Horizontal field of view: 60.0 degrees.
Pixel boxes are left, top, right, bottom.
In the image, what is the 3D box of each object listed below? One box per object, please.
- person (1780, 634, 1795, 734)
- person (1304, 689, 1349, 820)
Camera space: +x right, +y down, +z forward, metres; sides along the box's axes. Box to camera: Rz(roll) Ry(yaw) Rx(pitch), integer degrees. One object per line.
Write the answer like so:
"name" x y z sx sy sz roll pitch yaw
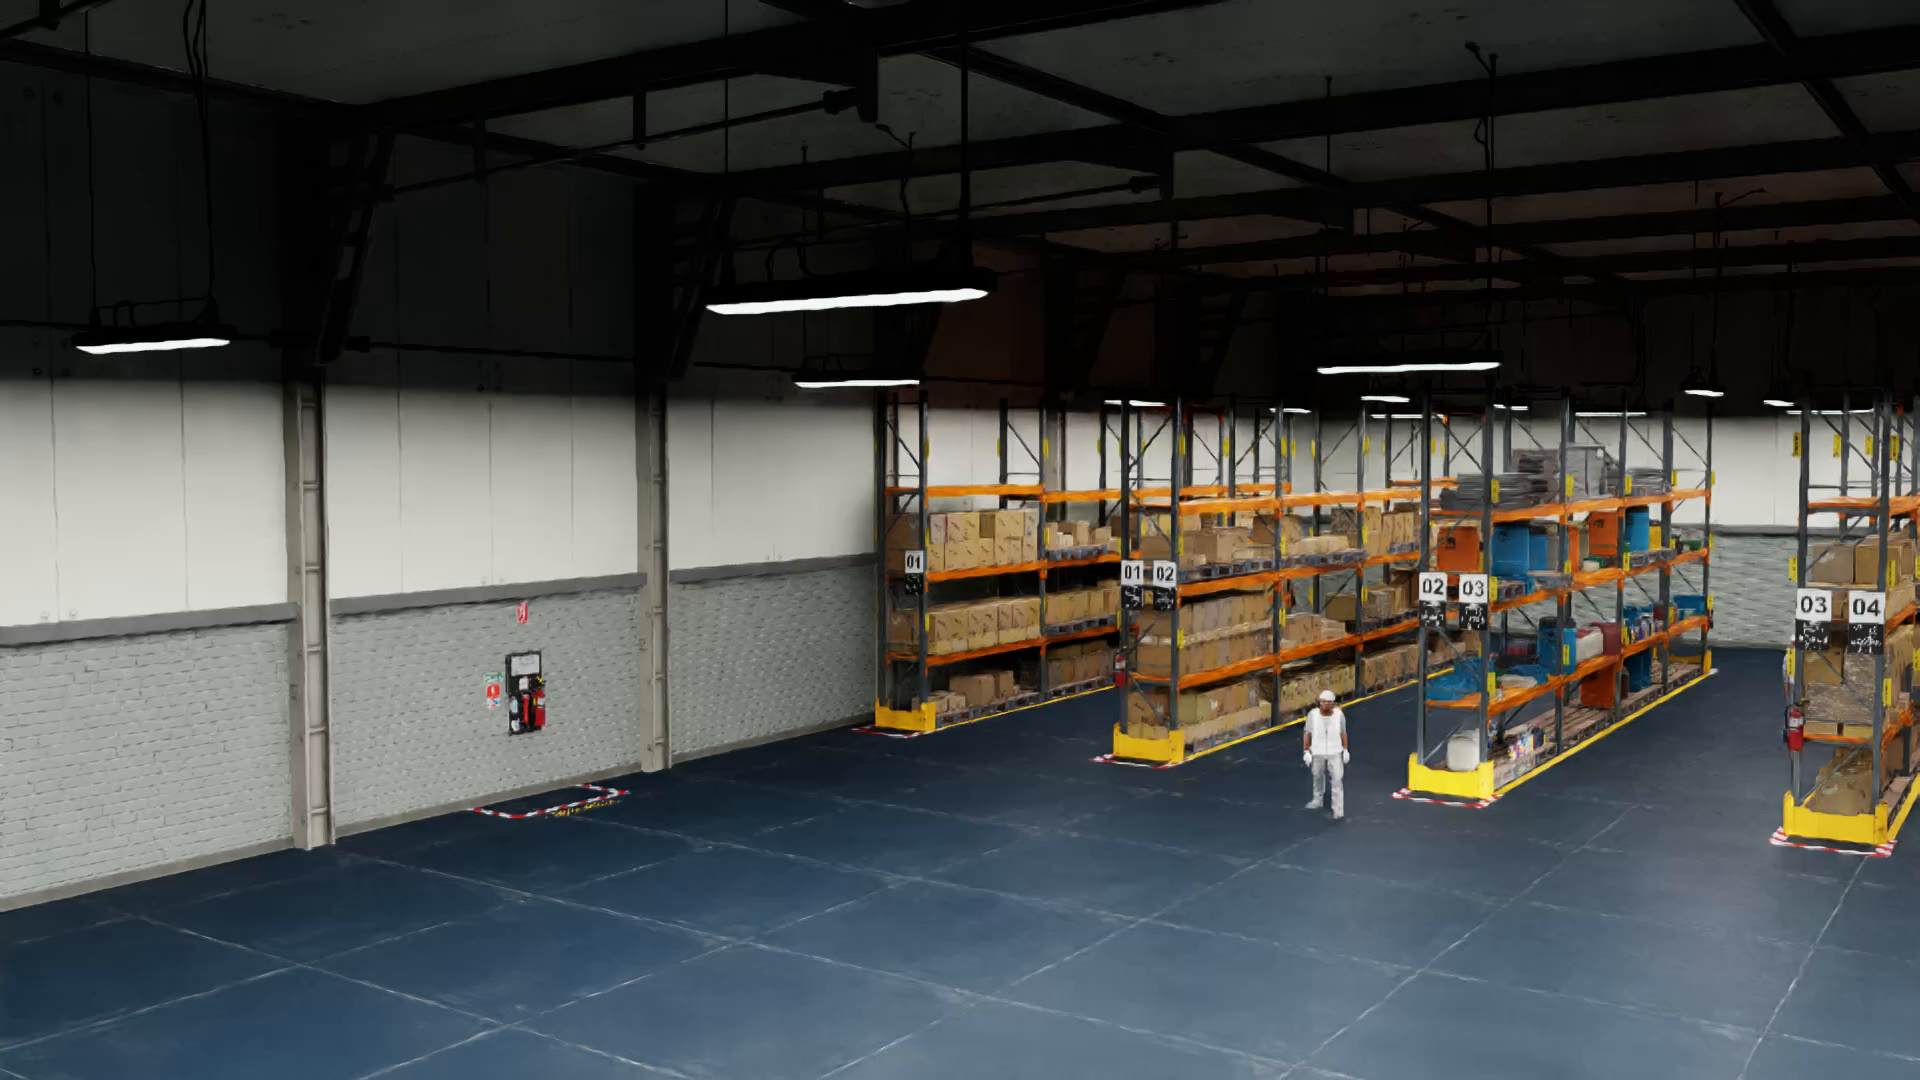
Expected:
"person" 14.553 2.491 29.057 0.578 1.775 0.494 -2 4 -26
"person" 4.980 2.888 22.598 0.610 1.739 0.967 1 3 12
